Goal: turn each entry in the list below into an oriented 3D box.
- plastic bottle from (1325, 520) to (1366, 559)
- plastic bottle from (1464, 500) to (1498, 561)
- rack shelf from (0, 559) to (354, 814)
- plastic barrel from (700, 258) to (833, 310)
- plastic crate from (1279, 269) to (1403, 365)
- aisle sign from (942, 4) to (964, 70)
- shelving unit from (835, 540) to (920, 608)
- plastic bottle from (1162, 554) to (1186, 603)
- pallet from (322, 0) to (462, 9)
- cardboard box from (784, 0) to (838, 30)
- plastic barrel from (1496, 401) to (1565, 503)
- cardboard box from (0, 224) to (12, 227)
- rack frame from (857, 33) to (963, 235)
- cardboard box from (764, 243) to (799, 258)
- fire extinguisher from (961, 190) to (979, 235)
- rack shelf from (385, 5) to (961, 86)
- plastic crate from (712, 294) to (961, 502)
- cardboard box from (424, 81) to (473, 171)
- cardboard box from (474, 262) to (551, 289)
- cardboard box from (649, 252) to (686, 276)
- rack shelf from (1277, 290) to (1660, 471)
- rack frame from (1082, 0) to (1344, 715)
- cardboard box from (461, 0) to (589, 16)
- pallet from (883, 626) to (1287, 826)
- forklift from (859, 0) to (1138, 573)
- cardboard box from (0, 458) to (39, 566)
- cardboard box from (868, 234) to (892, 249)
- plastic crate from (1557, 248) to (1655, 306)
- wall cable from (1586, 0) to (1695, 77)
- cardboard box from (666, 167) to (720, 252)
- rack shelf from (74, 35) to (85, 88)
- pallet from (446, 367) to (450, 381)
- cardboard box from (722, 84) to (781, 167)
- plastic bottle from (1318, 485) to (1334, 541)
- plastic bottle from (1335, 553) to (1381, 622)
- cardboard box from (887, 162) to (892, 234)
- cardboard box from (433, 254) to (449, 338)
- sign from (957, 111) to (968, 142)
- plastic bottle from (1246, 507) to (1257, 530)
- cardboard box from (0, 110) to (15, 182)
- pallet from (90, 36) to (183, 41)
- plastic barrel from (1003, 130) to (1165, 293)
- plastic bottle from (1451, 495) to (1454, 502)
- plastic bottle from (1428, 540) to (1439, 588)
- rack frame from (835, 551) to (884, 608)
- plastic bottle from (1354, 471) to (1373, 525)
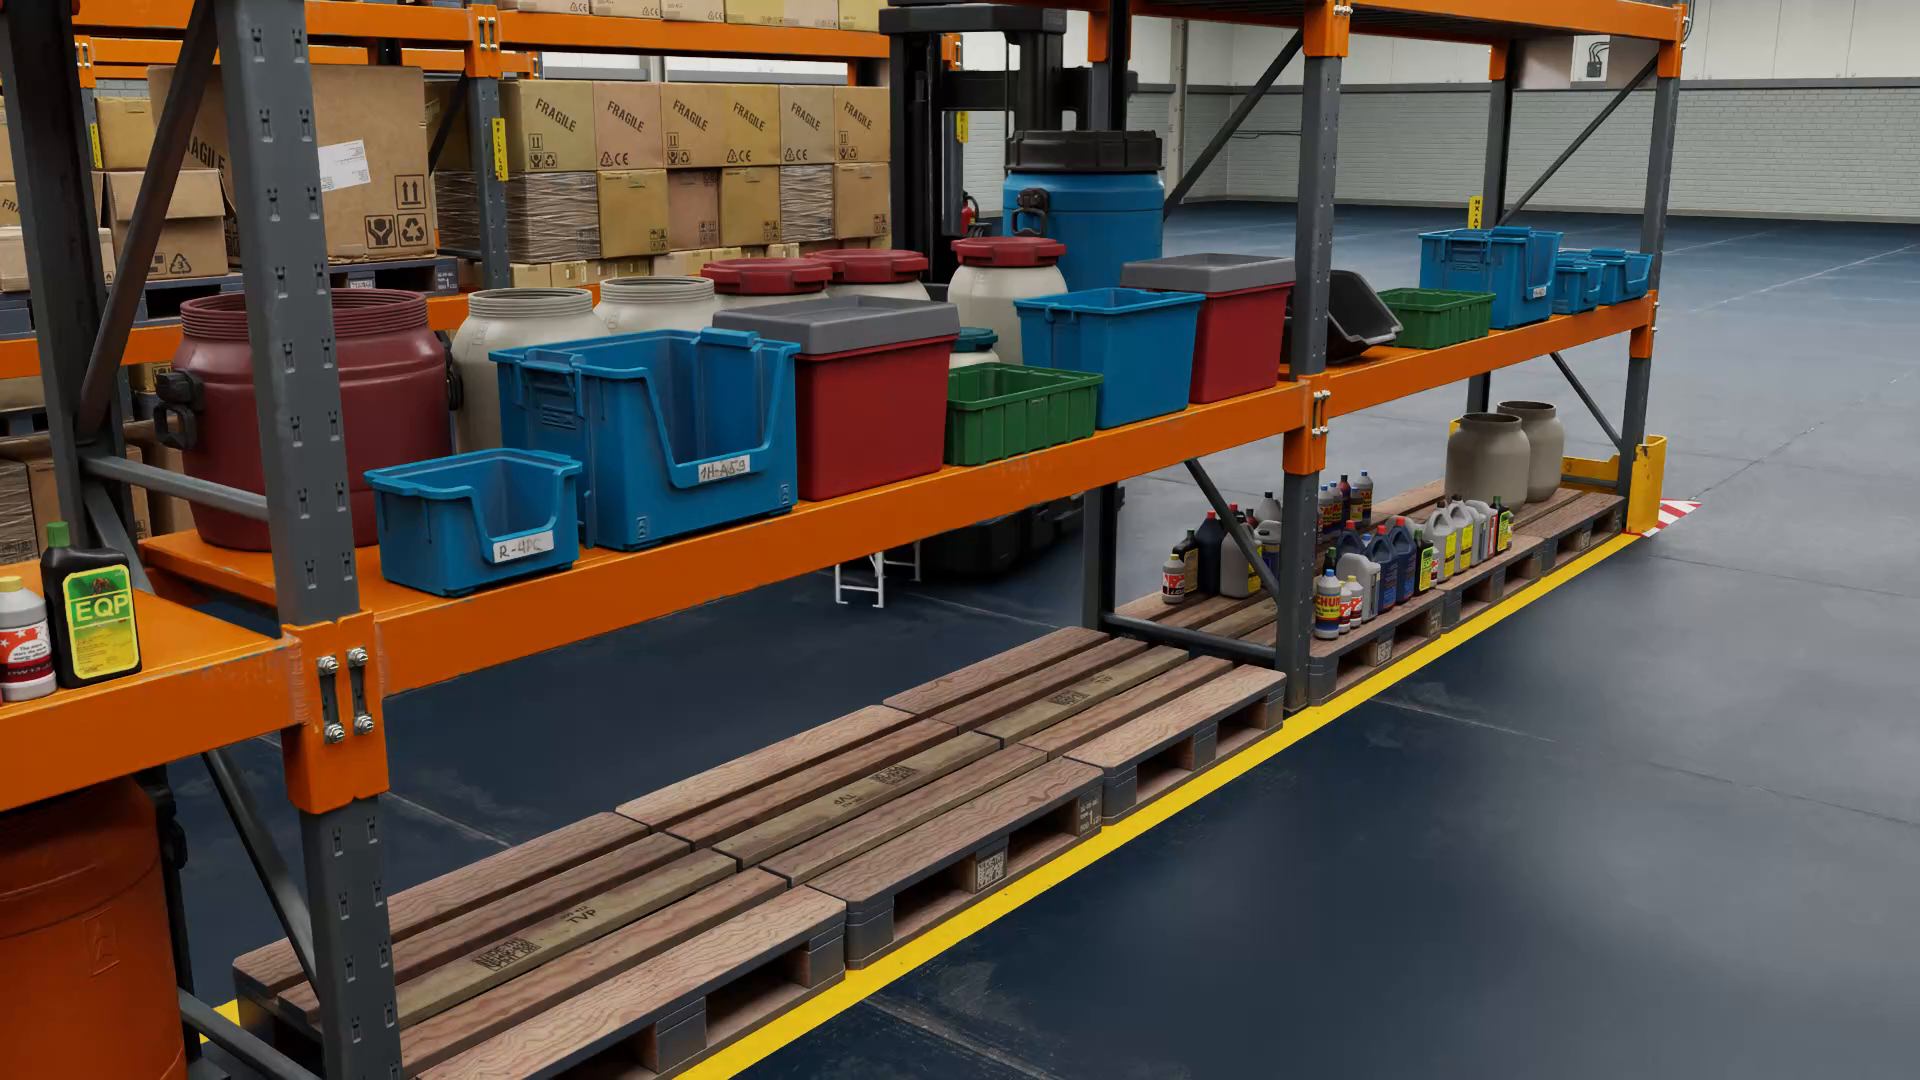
[{"bbox_3d":[1.656,0.095,7.144,0.144,0.351,0.185,11,18,38],"label":"plastic bottle"},{"bbox_3d":[2.459,-0.059,7.900,0.152,0.276,0.135,11,18,38],"label":"plastic bottle"},{"bbox_3d":[-2.833,0.635,1.993,1.077,0.370,4.000,11,18,38],"label":"rack shelf"},{"bbox_3d":[-0.567,-0.556,4.944,0.433,0.535,0.433,0,14,0],"label":"plastic barrel"},{"bbox_3d":[1.366,-0.914,6.753,0.767,0.338,0.504,11,18,38],"label":"plastic crate"},{"bbox_3d":[-0.128,-3.621,12.004,0.394,0.787,0.004,11,18,38],"label":"aisle sign"},{"bbox_3d":[-0.395,-0.328,7.975,0.258,1.200,0.503,5,15,19],"label":"shelving unit"},{"bbox_3d":[0.924,0.162,7.182,0.097,0.201,0.097,0,14,0],"label":"plastic bottle"},{"bbox_3d":[-3.385,-2.891,8.698,1.213,0.211,1.003,11,18,38],"label":"pallet"},{"bbox_3d":[-1.146,-3.452,10.832,0.500,0.250,0.500,12,18,39],"label":"cardboard box"},{"bbox_3d":[3.098,-0.489,9.155,0.421,0.512,0.421,0,14,0],"label":"plastic barrel"},{"bbox_3d":[-4.590,-1.363,7.816,0.396,0.266,0.258,11,18,36],"label":"cardboard box"},{"bbox_3d":[-0.400,-2.396,12.461,1.000,3.000,0.127,11,18,38],"label":"rack frame"},{"bbox_3d":[-1.280,-1.884,10.956,0.380,0.149,0.250,11,18,38],"label":"cardboard box"},{"bbox_3d":[0.030,-2.309,12.276,0.296,0.674,0.183,11,18,38],"label":"fire extinguisher"},{"bbox_3d":[-1.657,-3.118,10.672,1.077,0.370,4.000,11,18,38],"label":"rack shelf"},{"bbox_3d":[-0.322,-0.390,4.437,0.402,0.464,0.583,11,18,38],"label":"plastic crate"},{"bbox_3d":[-2.845,-2.436,9.780,0.500,0.500,0.500,11,18,38],"label":"cardboard box"},{"bbox_3d":[-2.545,-1.502,9.455,0.380,0.149,0.250,11,18,38],"label":"cardboard box"},{"bbox_3d":[-1.903,-1.691,10.198,0.380,0.149,0.250,11,18,38],"label":"cardboard box"},{"bbox_3d":[2.195,-0.897,8.024,1.077,0.370,4.000,11,18,38],"label":"rack shelf"},{"bbox_3d":[0.938,-0.863,6.428,1.000,3.000,0.127,11,18,38],"label":"rack frame"},{"bbox_3d":[-2.432,-3.057,9.278,0.500,0.250,0.500,10,18,35],"label":"cardboard box"},{"bbox_3d":[0.475,0.645,6.156,1.003,0.211,1.213,11,18,38],"label":"pallet"},{"bbox_3d":[0.317,-1.571,9.353,1.130,2.935,3.031,7,16,26],"label":"forklift"},{"bbox_3d":[-4.684,-0.105,7.627,0.700,0.500,0.500,9,17,33],"label":"cardboard box"},{"bbox_3d":[-0.693,-2.084,11.743,0.380,0.149,0.250,11,18,38],"label":"cardboard box"},{"bbox_3d":[3.370,-1.415,8.902,0.499,0.251,0.616,11,18,38],"label":"plastic crate"},{"bbox_3d":[16.000,-13.891,38.621,2.305,6.003,0.169,11,18,38],"label":"wall cable"},{"bbox_3d":[-2.006,-2.100,10.492,0.875,0.500,0.500,11,18,38],"label":"cardboard box"},{"bbox_3d":[-7.966,-3.139,10.754,1.077,0.370,4.000,11,18,38],"label":"rack shelf"},{"bbox_3d":[-4.636,-1.666,15.251,1.003,0.211,1.213,11,18,38],"label":"pallet"},{"bbox_3d":[-1.500,-2.643,10.596,0.500,0.500,0.500,11,18,38],"label":"cardboard box"},{"bbox_3d":[1.792,-0.136,8.214,0.097,0.271,0.097,0,14,0],"label":"plastic bottle"},{"bbox_3d":[1.661,0.184,6.943,0.152,0.276,0.135,12,19,40],"label":"plastic bottle"},{"bbox_3d":[-0.767,-2.487,12.014,0.875,0.500,0.500,11,18,38],"label":"cardboard box"},{"bbox_3d":[-5.121,-2.047,14.552,0.875,0.875,0.875,11,18,37],"label":"cardboard box"},{"bbox_3d":[0.019,-3.020,11.926,0.100,0.325,0.005,11,18,38],"label":"sign"},{"bbox_3d":[1.309,-0.002,7.662,0.061,0.283,0.133,13,19,41],"label":"plastic bottle"},{"bbox_3d":[-7.016,-2.853,12.029,0.700,0.500,0.500,11,18,37],"label":"cardboard box"},{"bbox_3d":[-6.186,-3.982,12.795,1.003,0.211,1.213,11,18,38],"label":"pallet"},{"bbox_3d":[0.460,-1.079,6.260,0.600,0.901,0.708,11,18,38],"label":"plastic barrel"},{"bbox_3d":[2.376,-0.079,7.963,0.061,0.283,0.133,11,18,38],"label":"plastic bottle"},{"bbox_3d":[2.083,0.103,7.416,0.097,0.201,0.097,0,14,0],"label":"plastic bottle"},{"bbox_3d":[-0.475,-0.271,7.752,0.240,1.200,0.015,5,15,19],"label":"rack frame"},{"bbox_3d":[2.070,-0.221,8.548,0.097,0.271,0.097,0,14,0],"label":"plastic bottle"}]
